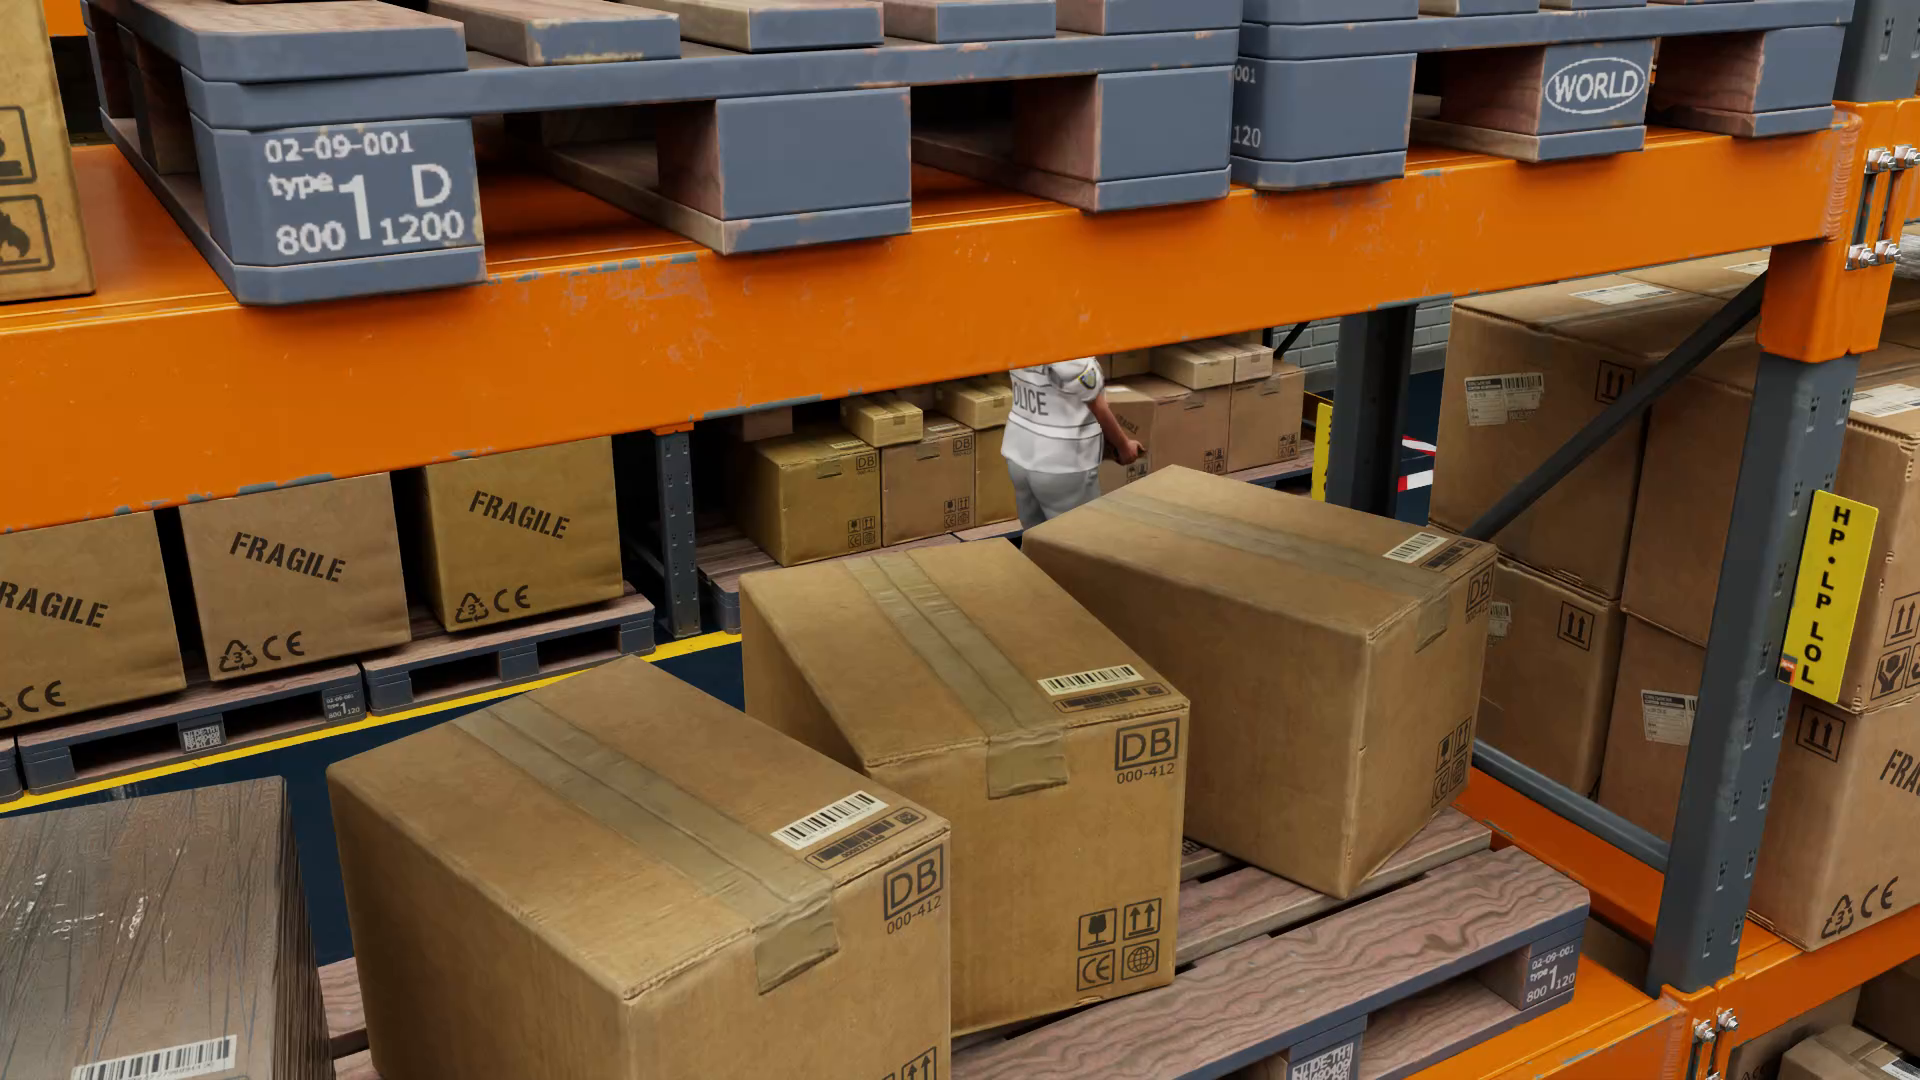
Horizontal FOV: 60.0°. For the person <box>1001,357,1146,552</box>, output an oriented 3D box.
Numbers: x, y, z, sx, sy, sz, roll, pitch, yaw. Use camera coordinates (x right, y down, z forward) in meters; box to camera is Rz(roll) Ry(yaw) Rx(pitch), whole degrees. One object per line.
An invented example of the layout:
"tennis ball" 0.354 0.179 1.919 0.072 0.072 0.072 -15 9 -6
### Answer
"person" 0.457 -0.343 6.925 0.558 1.770 0.493 -12 25 -28
